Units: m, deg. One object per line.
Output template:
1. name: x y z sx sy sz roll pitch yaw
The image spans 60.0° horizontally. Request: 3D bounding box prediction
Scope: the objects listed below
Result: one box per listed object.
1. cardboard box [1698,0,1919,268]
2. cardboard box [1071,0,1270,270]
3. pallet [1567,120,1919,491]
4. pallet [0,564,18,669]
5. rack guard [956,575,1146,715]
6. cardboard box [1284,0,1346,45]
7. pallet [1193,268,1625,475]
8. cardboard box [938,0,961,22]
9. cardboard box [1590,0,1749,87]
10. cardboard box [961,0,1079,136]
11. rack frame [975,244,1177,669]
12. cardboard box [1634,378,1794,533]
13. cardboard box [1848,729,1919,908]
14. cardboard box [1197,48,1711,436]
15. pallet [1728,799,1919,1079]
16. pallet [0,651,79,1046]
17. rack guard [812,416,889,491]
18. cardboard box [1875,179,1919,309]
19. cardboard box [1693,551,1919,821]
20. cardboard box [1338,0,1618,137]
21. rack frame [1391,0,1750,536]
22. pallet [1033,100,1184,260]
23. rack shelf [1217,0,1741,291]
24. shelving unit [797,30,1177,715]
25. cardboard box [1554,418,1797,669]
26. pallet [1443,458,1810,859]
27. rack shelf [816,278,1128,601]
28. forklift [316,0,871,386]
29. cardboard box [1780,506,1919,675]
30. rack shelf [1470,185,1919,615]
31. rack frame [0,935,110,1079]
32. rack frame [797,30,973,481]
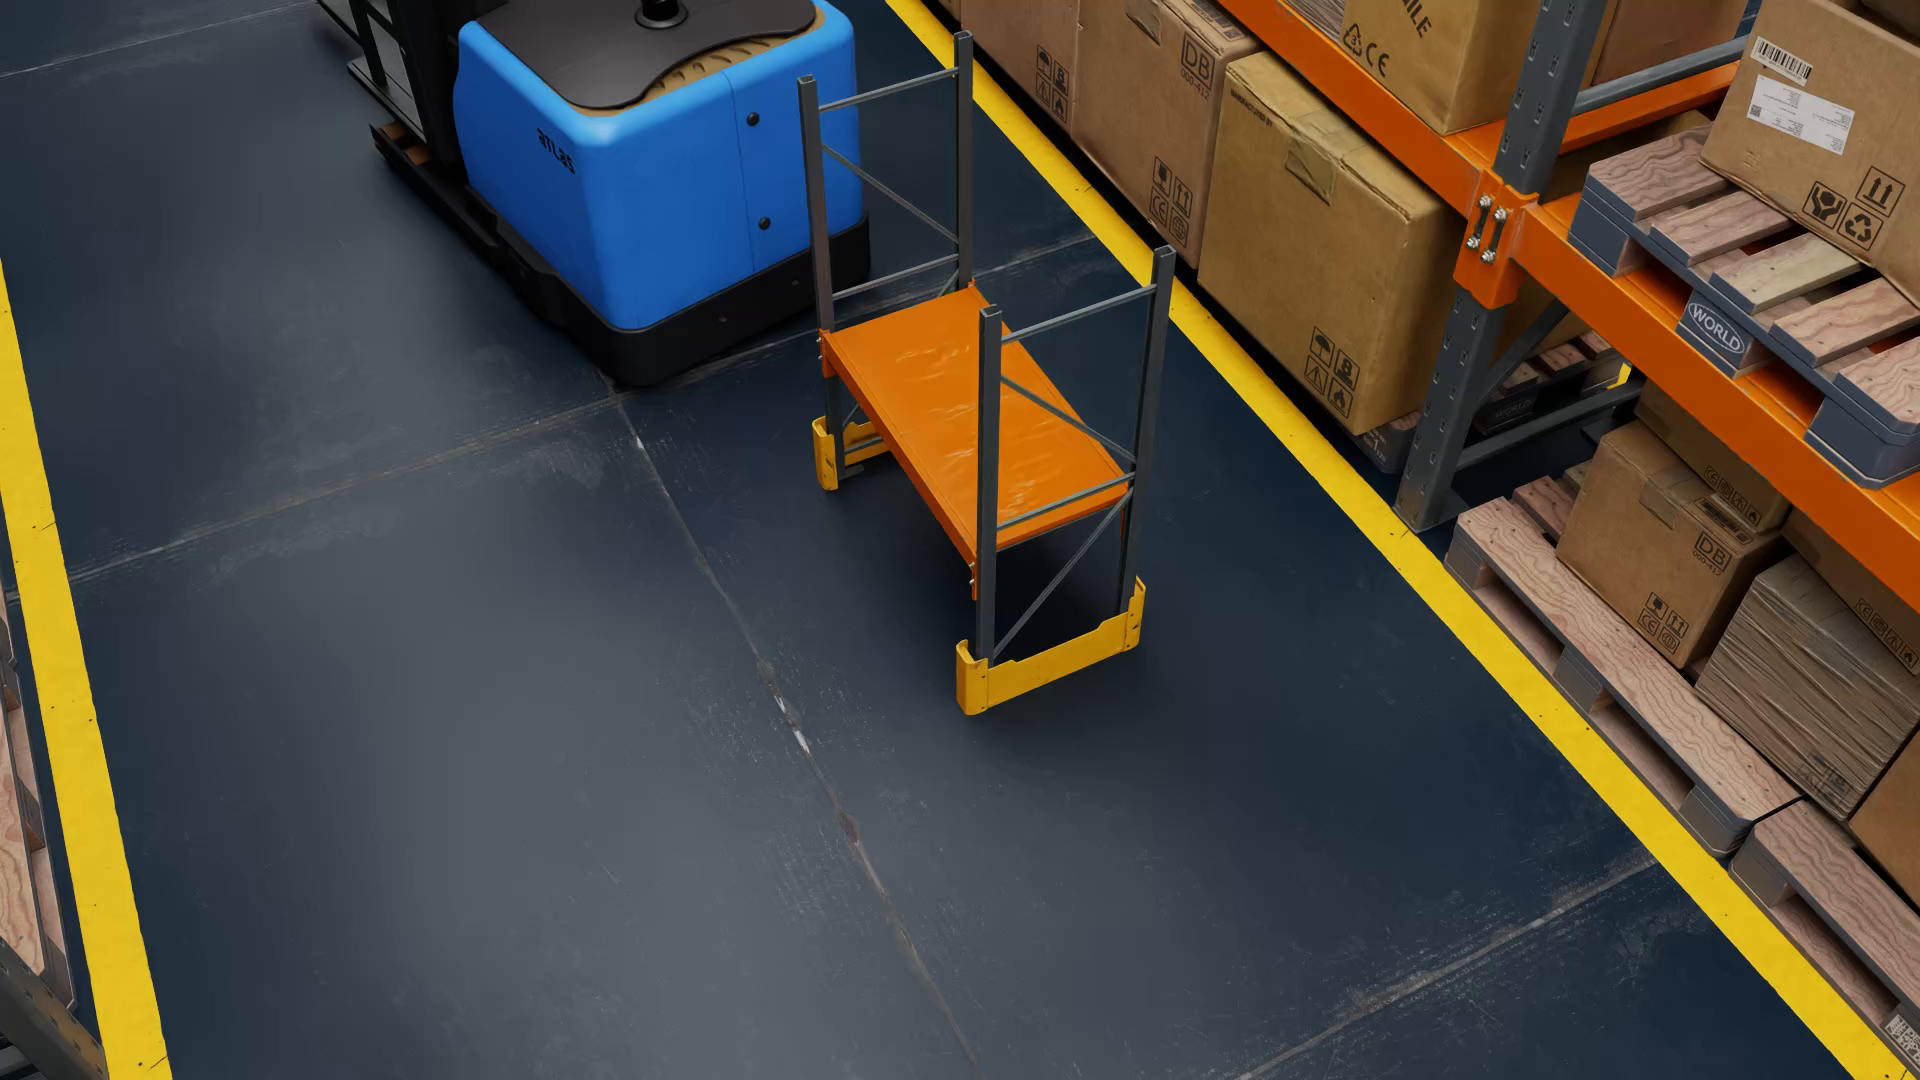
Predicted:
1. cardboard box: 2.139 -1.037 3.819 0.500 0.500 0.500 -27 54 -22
2. cardboard box: 1.158 -1.720 5.894 1.225 0.875 0.875 -21 52 -17
3. pallet: 2.277 -0.710 4.005 1.213 0.211 1.003 -21 52 -18
4. pallet: -3.500 0.082 5.038 1.003 0.211 1.213 -21 52 -18
5. rack guard: 0.263 0.302 4.820 0.587 0.250 0.087 -21 52 -18
6. cardboard box: 1.187 -1.827 4.789 0.500 0.500 0.500 -22 52 -18
7. pallet: 1.562 -0.849 5.852 1.003 0.211 1.213 -21 52 -18
8. cardboard box: 0.336 -2.908 6.933 1.225 0.875 0.875 -21 52 -17
9. cardboard box: 1.876 -1.665 4.647 0.500 0.500 0.500 -20 52 -16
10. cardboard box: 0.746 -2.310 6.410 1.225 0.875 0.875 -23 53 -19
11. rack frame: 0.272 -0.096 4.338 0.500 1.500 0.032 -21 52 -18
12. cardboard box: 2.189 -0.344 4.428 0.500 0.250 0.500 -19 52 -16
13. cardboard box: 2.711 0.650 4.057 0.700 0.500 0.500 -17 51 -15
14. cardboard box: 1.559 -1.121 5.370 1.225 0.875 0.875 -23 53 -19
15. pallet: 2.767 1.044 4.197 1.003 0.211 1.213 -21 52 -18
16. pallet: -2.946 0.898 4.325 1.003 0.211 1.213 -21 52 -18
17. rack guard: -0.193 -0.365 5.403 0.587 0.250 0.087 -21 52 -18
18. cardboard box: 2.483 -0.698 3.522 0.700 0.500 0.500 -14 50 -12
19. cardboard box: 2.446 0.273 4.387 0.700 0.500 0.500 -25 53 -20
20. cardboard box: 1.410 -1.491 4.495 0.500 0.500 0.500 -20 52 -16
21. rack frame: 1.856 -1.213 4.318 1.000 3.000 0.127 -21 52 -18
22. pallet: 1.008 -1.664 6.565 1.003 0.211 1.213 -21 52 -18
23. rack shelf: 0.941 -2.315 5.760 1.077 0.370 4.000 -21 52 -18
24. shelving unit: 0.035 -0.443 4.641 0.587 1.500 1.083 -21 52 -18
25. cardboard box: 2.180 -0.094 4.707 0.700 0.500 0.500 -24 53 -19
26. pallet: 2.212 0.228 4.910 1.003 0.211 1.213 -21 52 -18
27. rack shelf: 0.039 -0.318 4.771 0.538 0.185 1.000 -21 52 -18
28. forklift: -1.640 -2.537 5.522 1.130 2.935 3.031 -31 56 -24
29. cardboard box: 2.441 0.008 4.121 0.500 0.250 0.500 -16 51 -13
30. rack shelf: 2.771 0.362 3.418 1.077 0.370 4.000 -21 52 -18
31. rack frame: -2.548 0.493 2.826 1.000 3.000 0.127 -21 52 -18
32. rack frame: -0.194 -0.777 4.933 0.500 1.500 0.032 -21 52 -18
